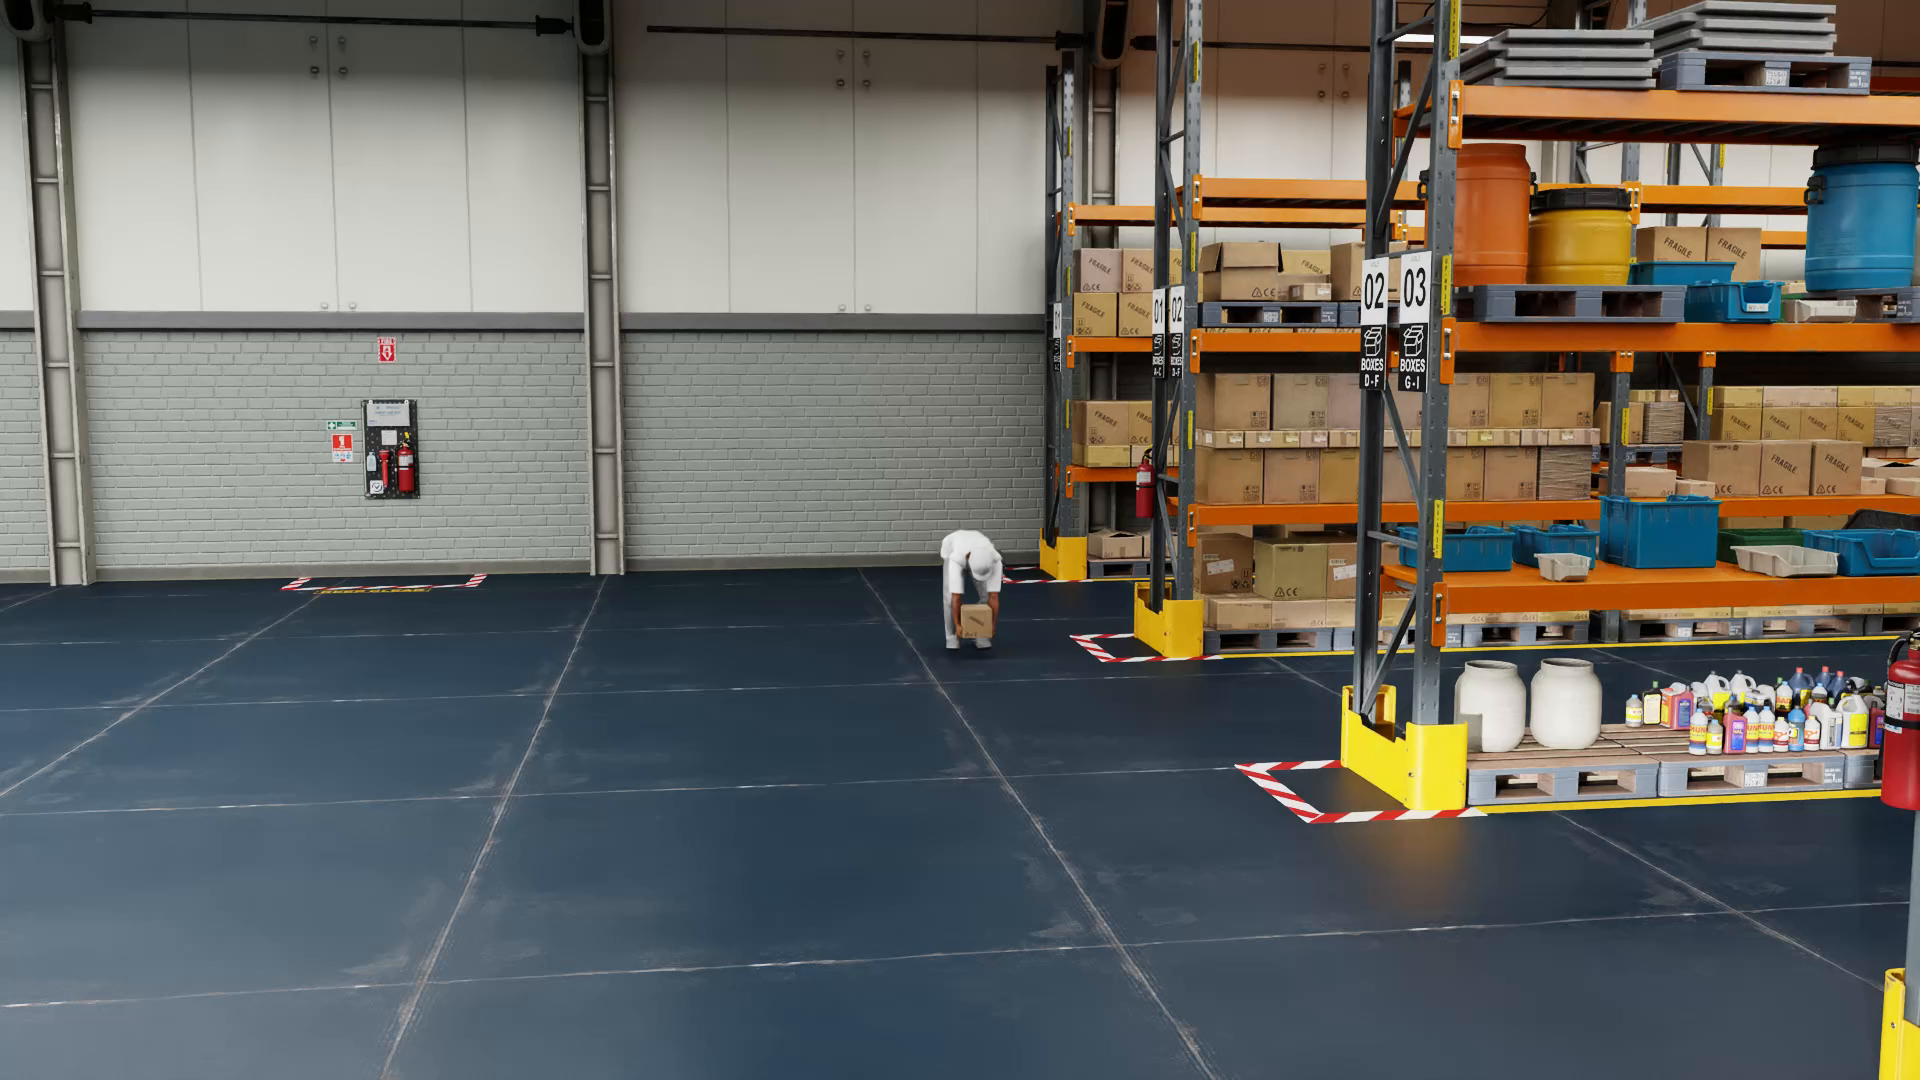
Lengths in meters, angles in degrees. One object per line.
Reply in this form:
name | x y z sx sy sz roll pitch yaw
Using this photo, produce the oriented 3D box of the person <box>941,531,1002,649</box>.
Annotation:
person | 0.115 0.463 14.661 0.486 1.053 0.981 -1 7 -11
